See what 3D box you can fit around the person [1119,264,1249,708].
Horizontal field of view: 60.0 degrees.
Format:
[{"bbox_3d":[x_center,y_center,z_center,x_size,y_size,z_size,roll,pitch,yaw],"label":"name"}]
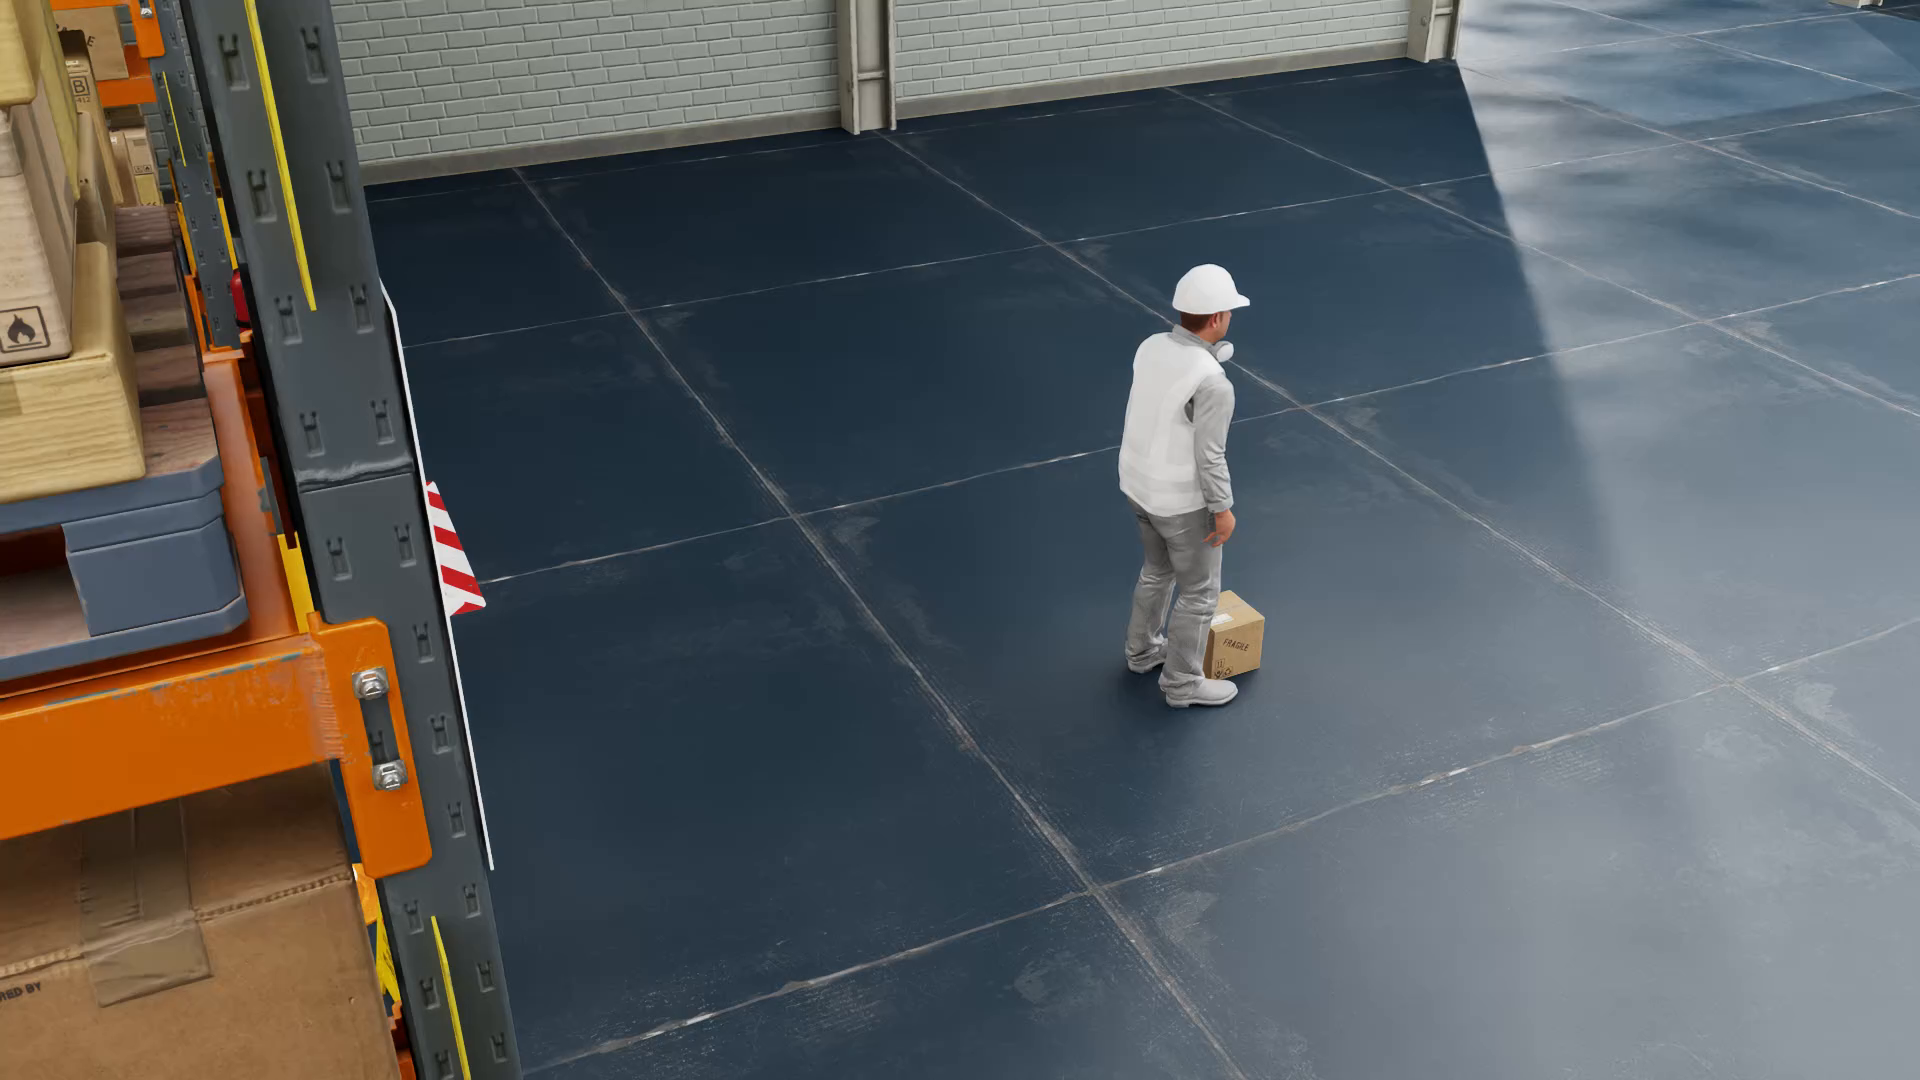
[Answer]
[{"bbox_3d":[0.860,-0.205,6.466,0.461,1.772,0.580,-13,32,-22],"label":"person"}]
